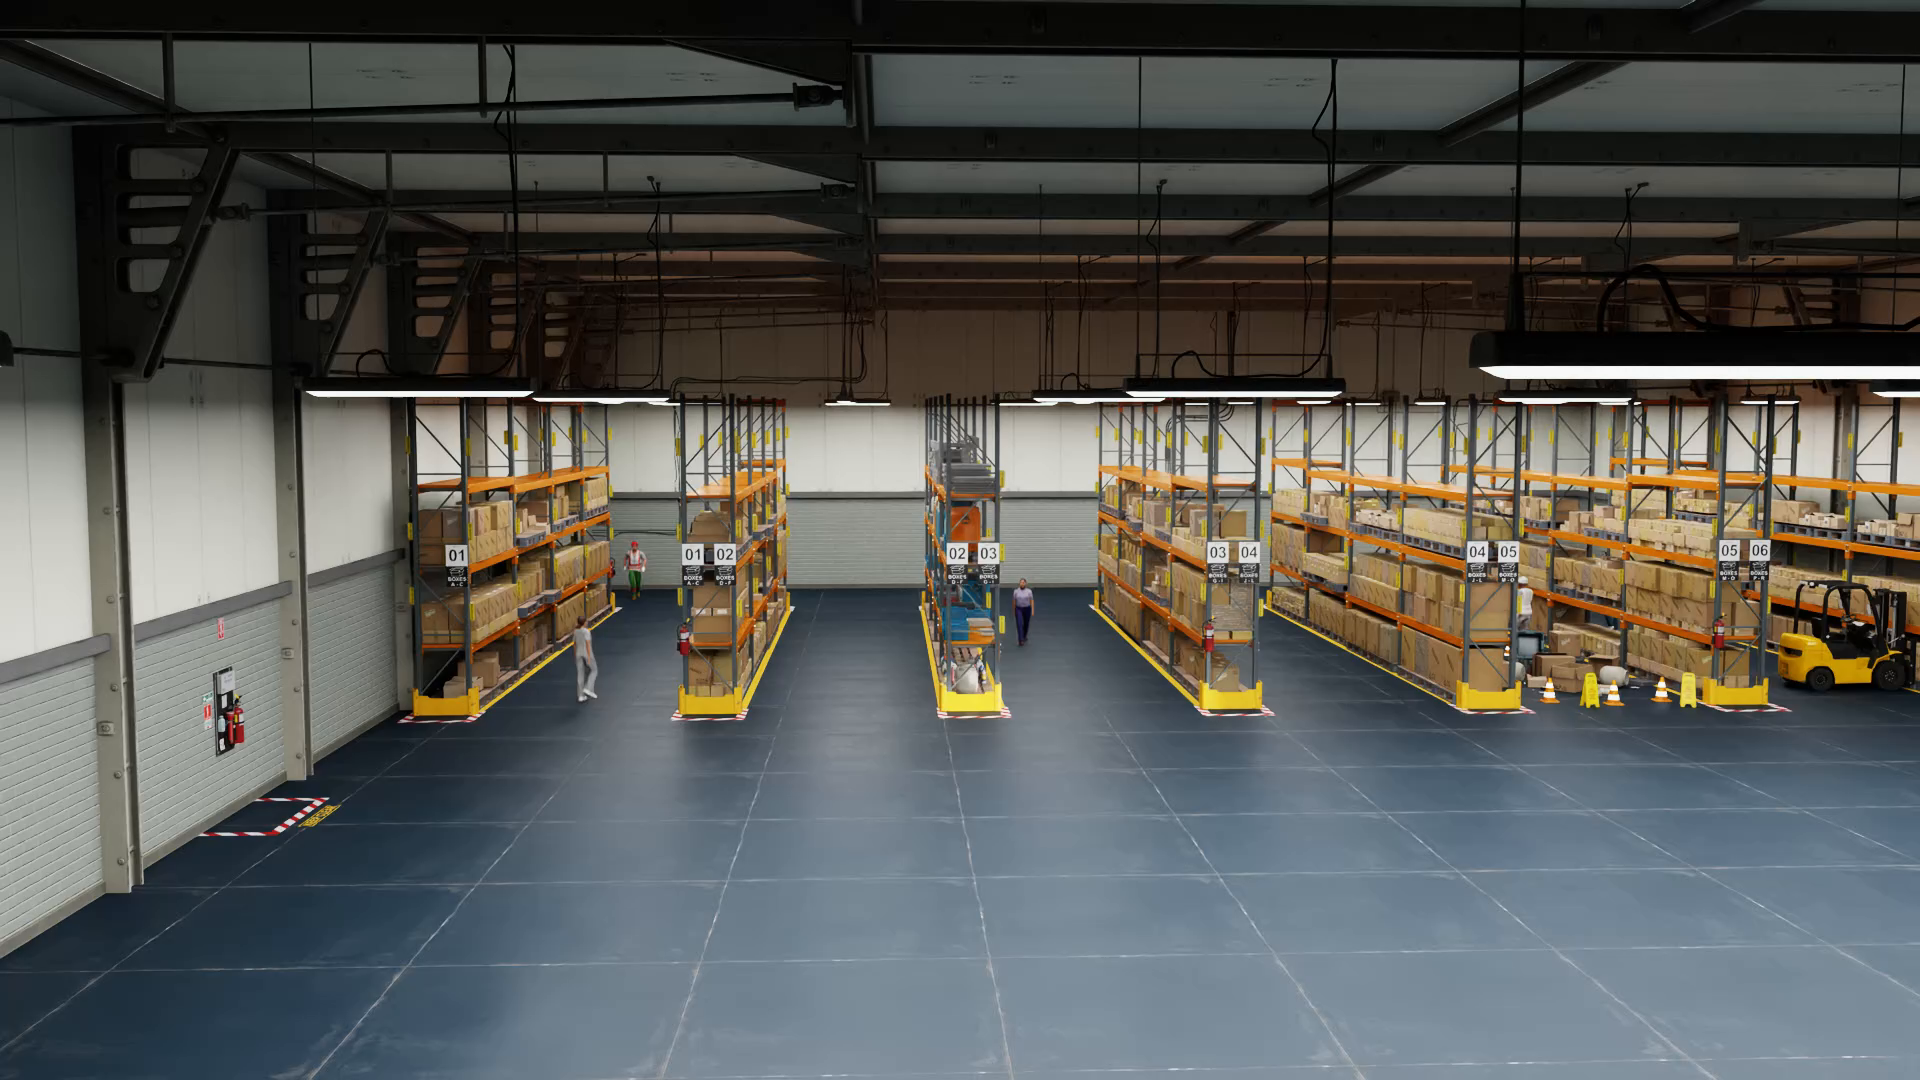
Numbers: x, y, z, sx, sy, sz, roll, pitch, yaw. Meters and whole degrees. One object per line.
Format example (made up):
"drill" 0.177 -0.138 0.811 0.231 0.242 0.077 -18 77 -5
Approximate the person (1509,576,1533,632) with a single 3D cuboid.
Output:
"person" 13.196 1.748 39.030 0.599 1.785 0.405 -3 5 -33

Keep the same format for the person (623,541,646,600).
"person" -9.775 0.905 49.967 0.684 1.752 0.699 -1 5 -9

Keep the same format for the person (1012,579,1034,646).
"person" 1.538 1.724 40.374 0.504 1.587 1.034 0 5 -5

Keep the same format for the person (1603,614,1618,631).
"person" 16.729 1.572 42.595 0.443 1.623 0.362 -3 5 -30

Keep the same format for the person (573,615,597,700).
"person" -7.392 2.304 32.631 0.472 1.656 0.514 1 5 8
